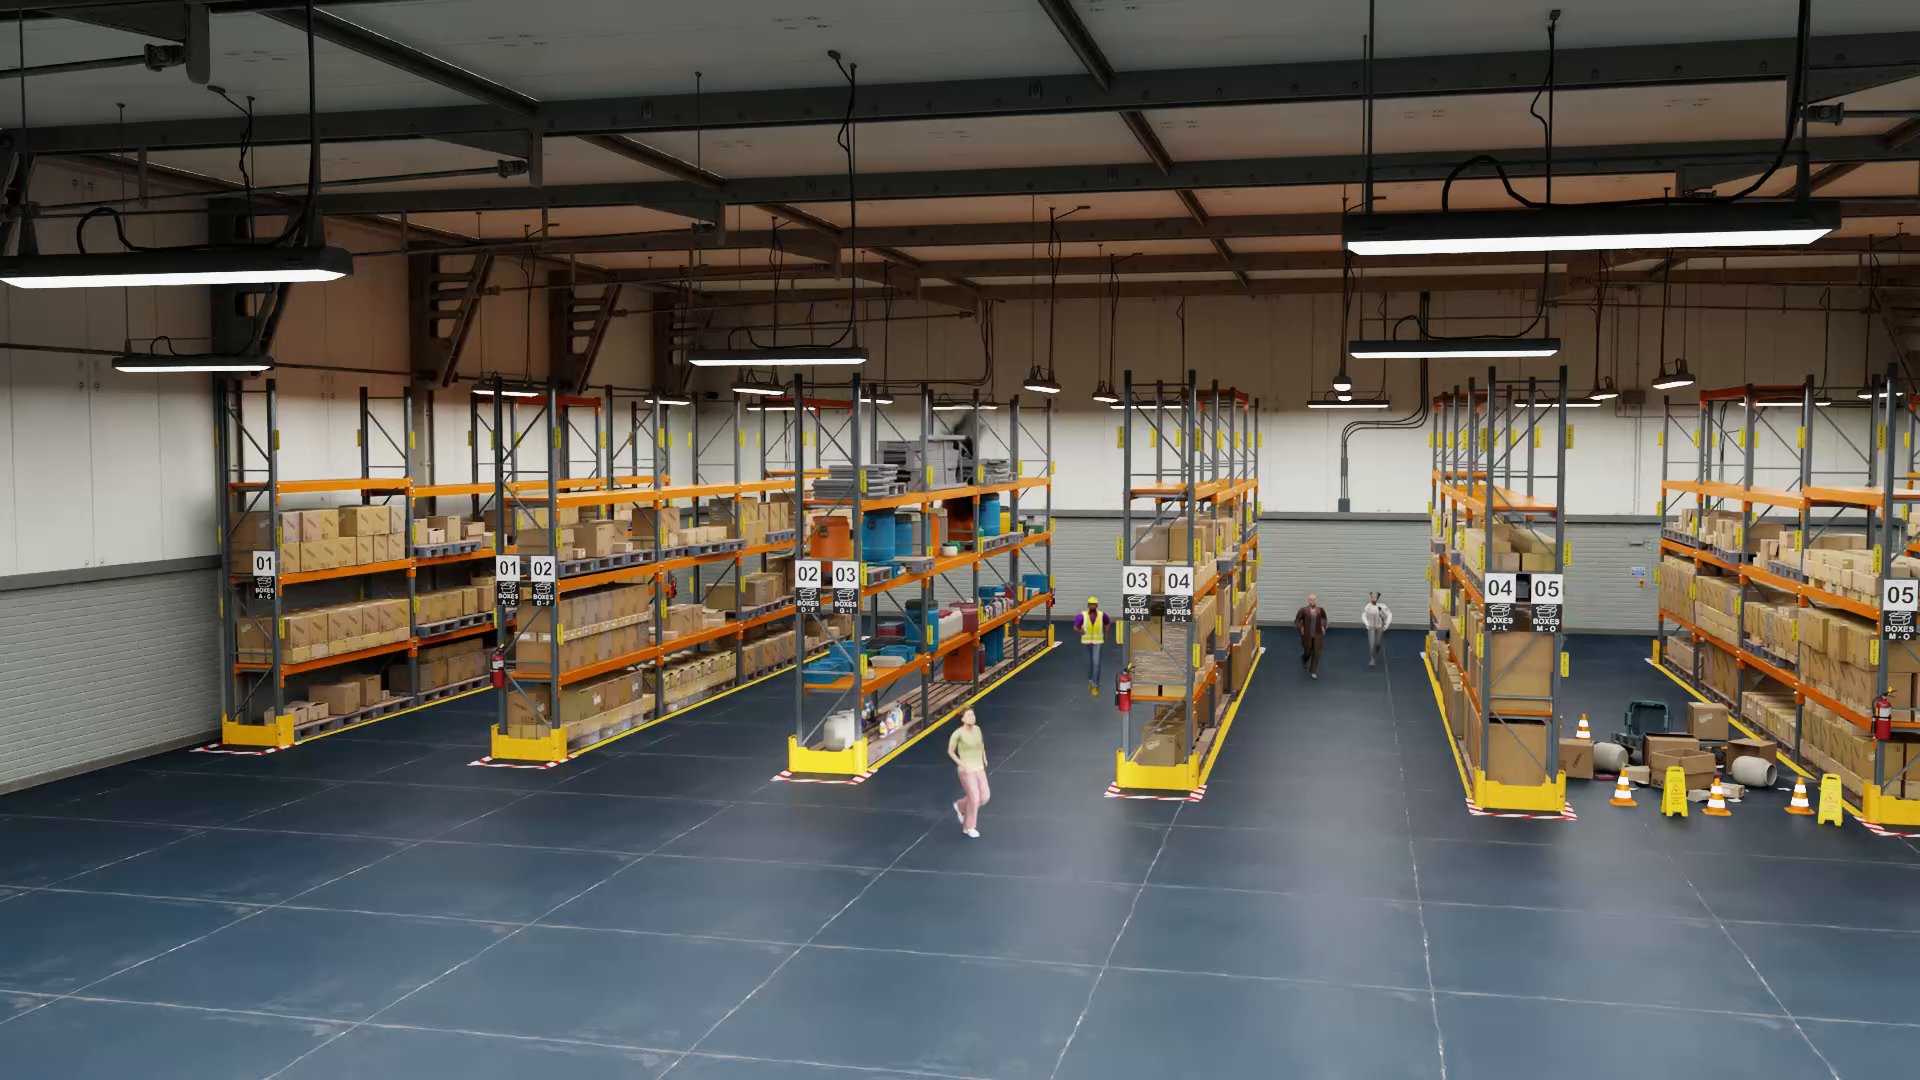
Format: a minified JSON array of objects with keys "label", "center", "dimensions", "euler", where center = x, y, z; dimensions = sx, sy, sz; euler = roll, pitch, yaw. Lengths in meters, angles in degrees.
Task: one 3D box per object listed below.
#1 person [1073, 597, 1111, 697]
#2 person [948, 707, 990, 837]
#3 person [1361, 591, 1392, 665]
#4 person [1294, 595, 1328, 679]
[{"label":"person","center":[2.440,1.965,30.986],"dimensions":[0.668,1.818,0.806],"euler":[1,3,10]},{"label":"person","center":[0.106,2.926,21.120],"dimensions":[0.580,1.636,0.547],"euler":[-3,4,-39]},{"label":"person","center":[9.289,1.960,37.124],"dimensions":[0.646,1.664,0.618],"euler":[1,4,22]},{"label":"person","center":[7.436,2.029,35.164],"dimensions":[0.716,1.755,0.839],"euler":[0,3,1]}]
